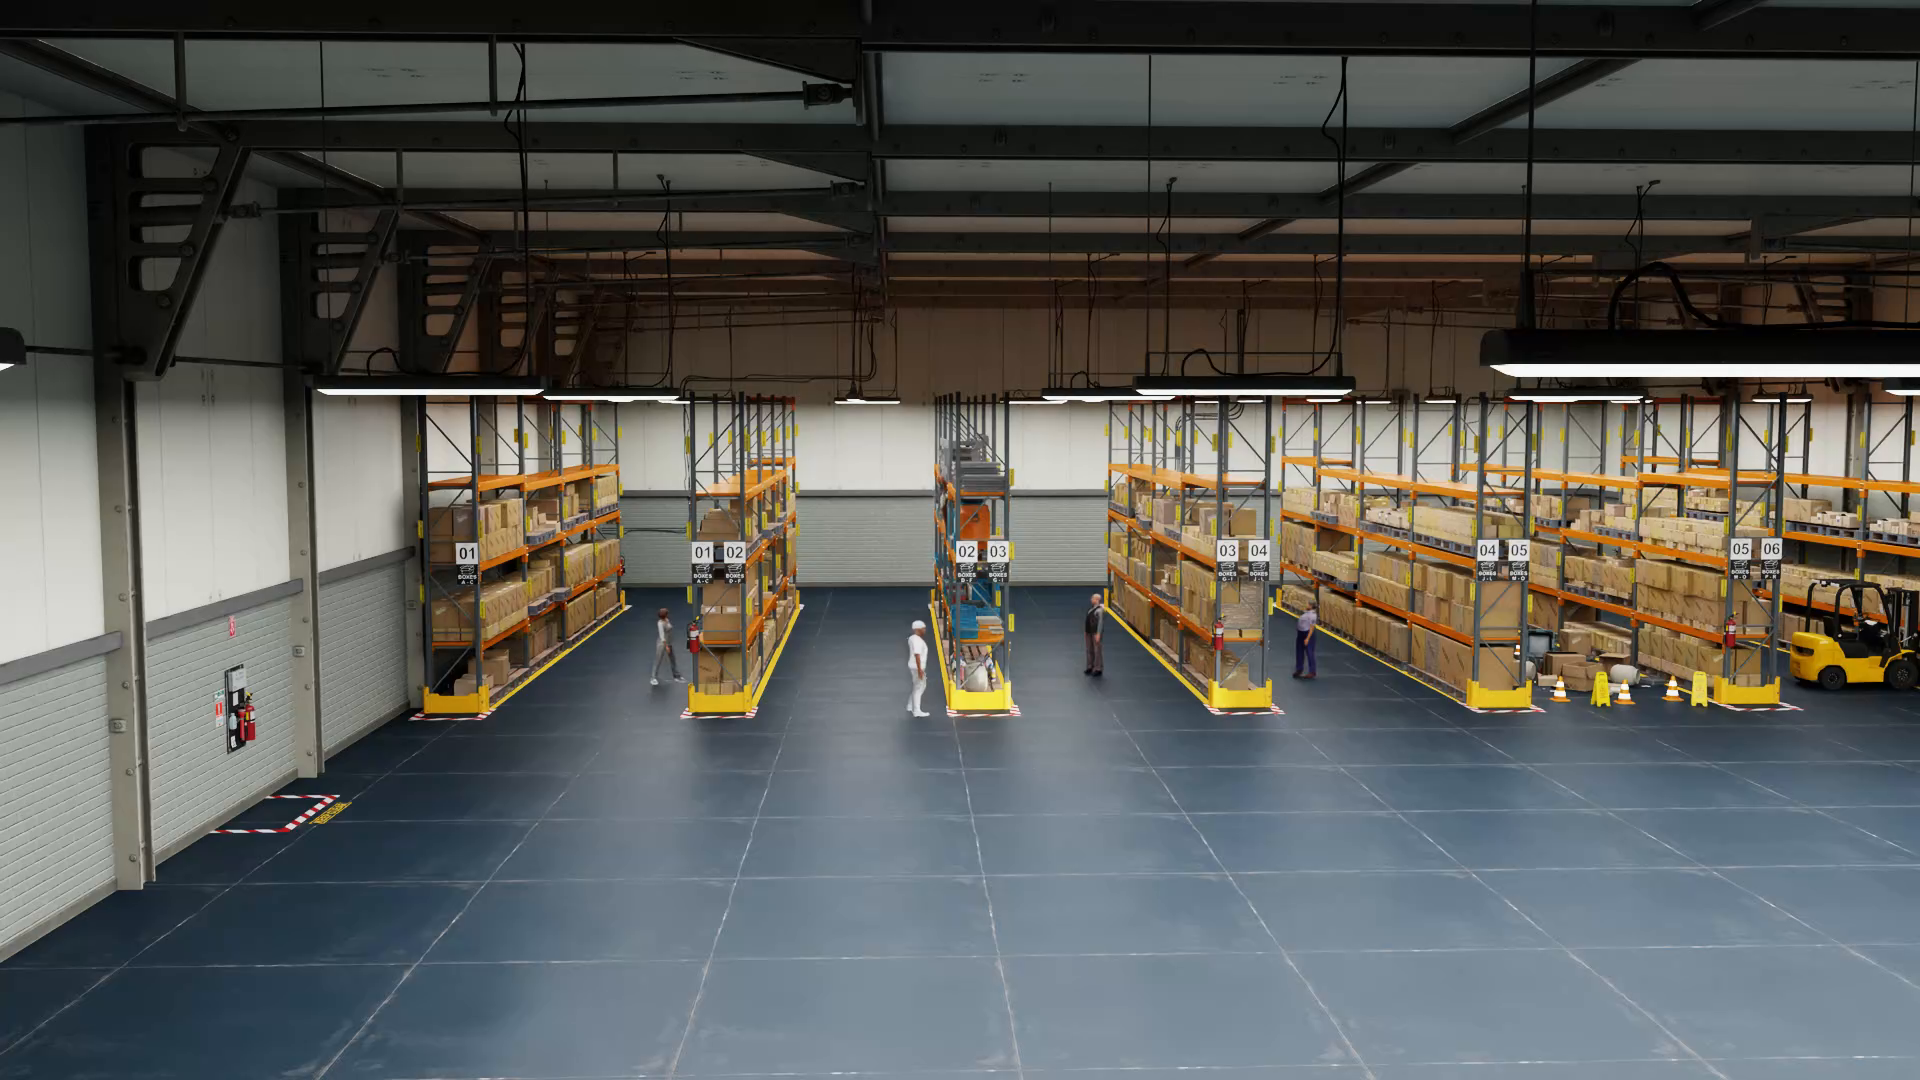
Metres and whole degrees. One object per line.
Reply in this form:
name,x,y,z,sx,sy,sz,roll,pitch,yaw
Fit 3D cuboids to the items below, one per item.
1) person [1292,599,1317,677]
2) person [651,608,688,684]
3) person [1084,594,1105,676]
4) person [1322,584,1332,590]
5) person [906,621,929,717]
person,7.335,2.073,35.286,0.437,1.637,0.536,-2,5,-28
person,-6.041,2.175,34.332,0.646,1.574,0.574,2,5,25
person,2.874,2.010,35.534,0.394,1.726,0.574,-3,5,-30
person,10.715,0.947,49.201,0.843,1.641,0.524,-1,5,-18
person,-0.778,2.385,30.790,0.399,1.781,0.666,-1,5,-7
